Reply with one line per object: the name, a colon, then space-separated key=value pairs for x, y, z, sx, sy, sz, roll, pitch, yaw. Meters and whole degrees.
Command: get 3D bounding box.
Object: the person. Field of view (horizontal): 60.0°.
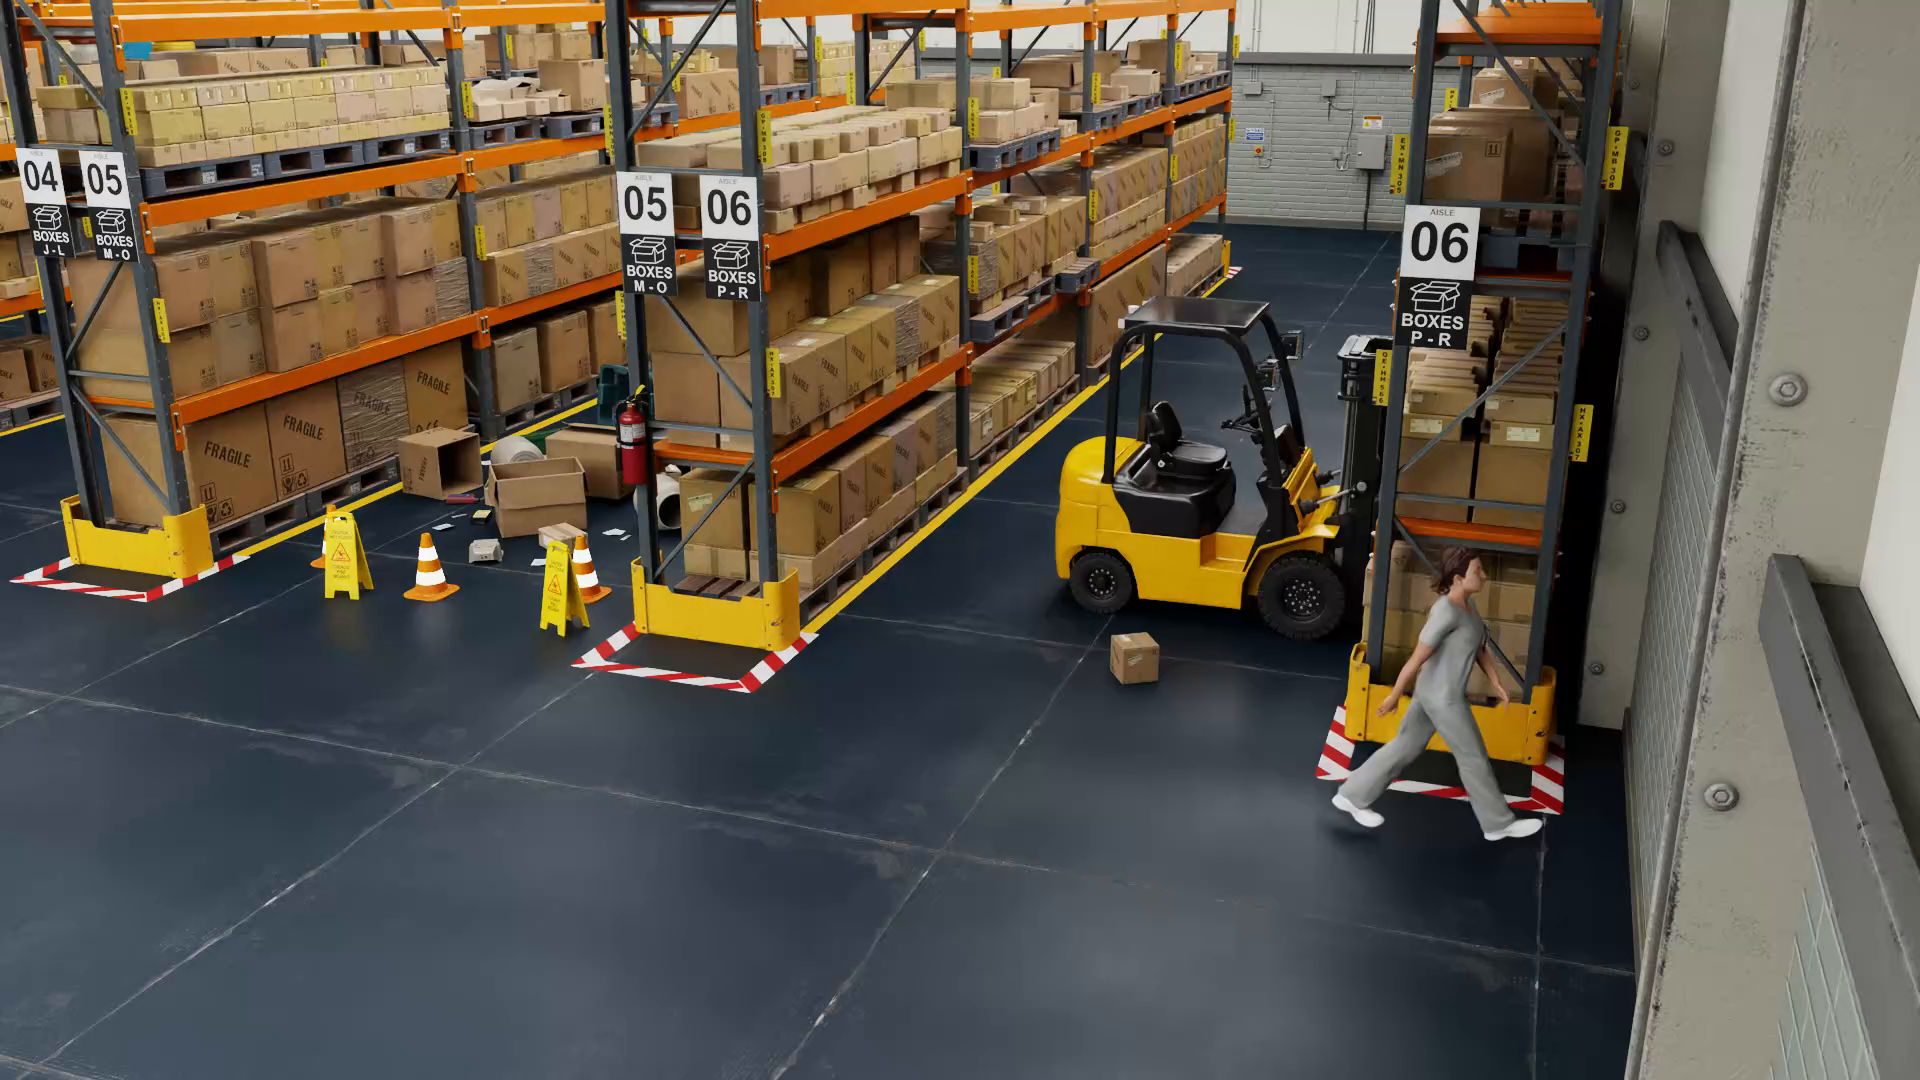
person: x=2.505 y=0.774 z=8.725 sx=0.921 sy=1.553 sz=0.468 roll=6 pitch=20 yaw=18
